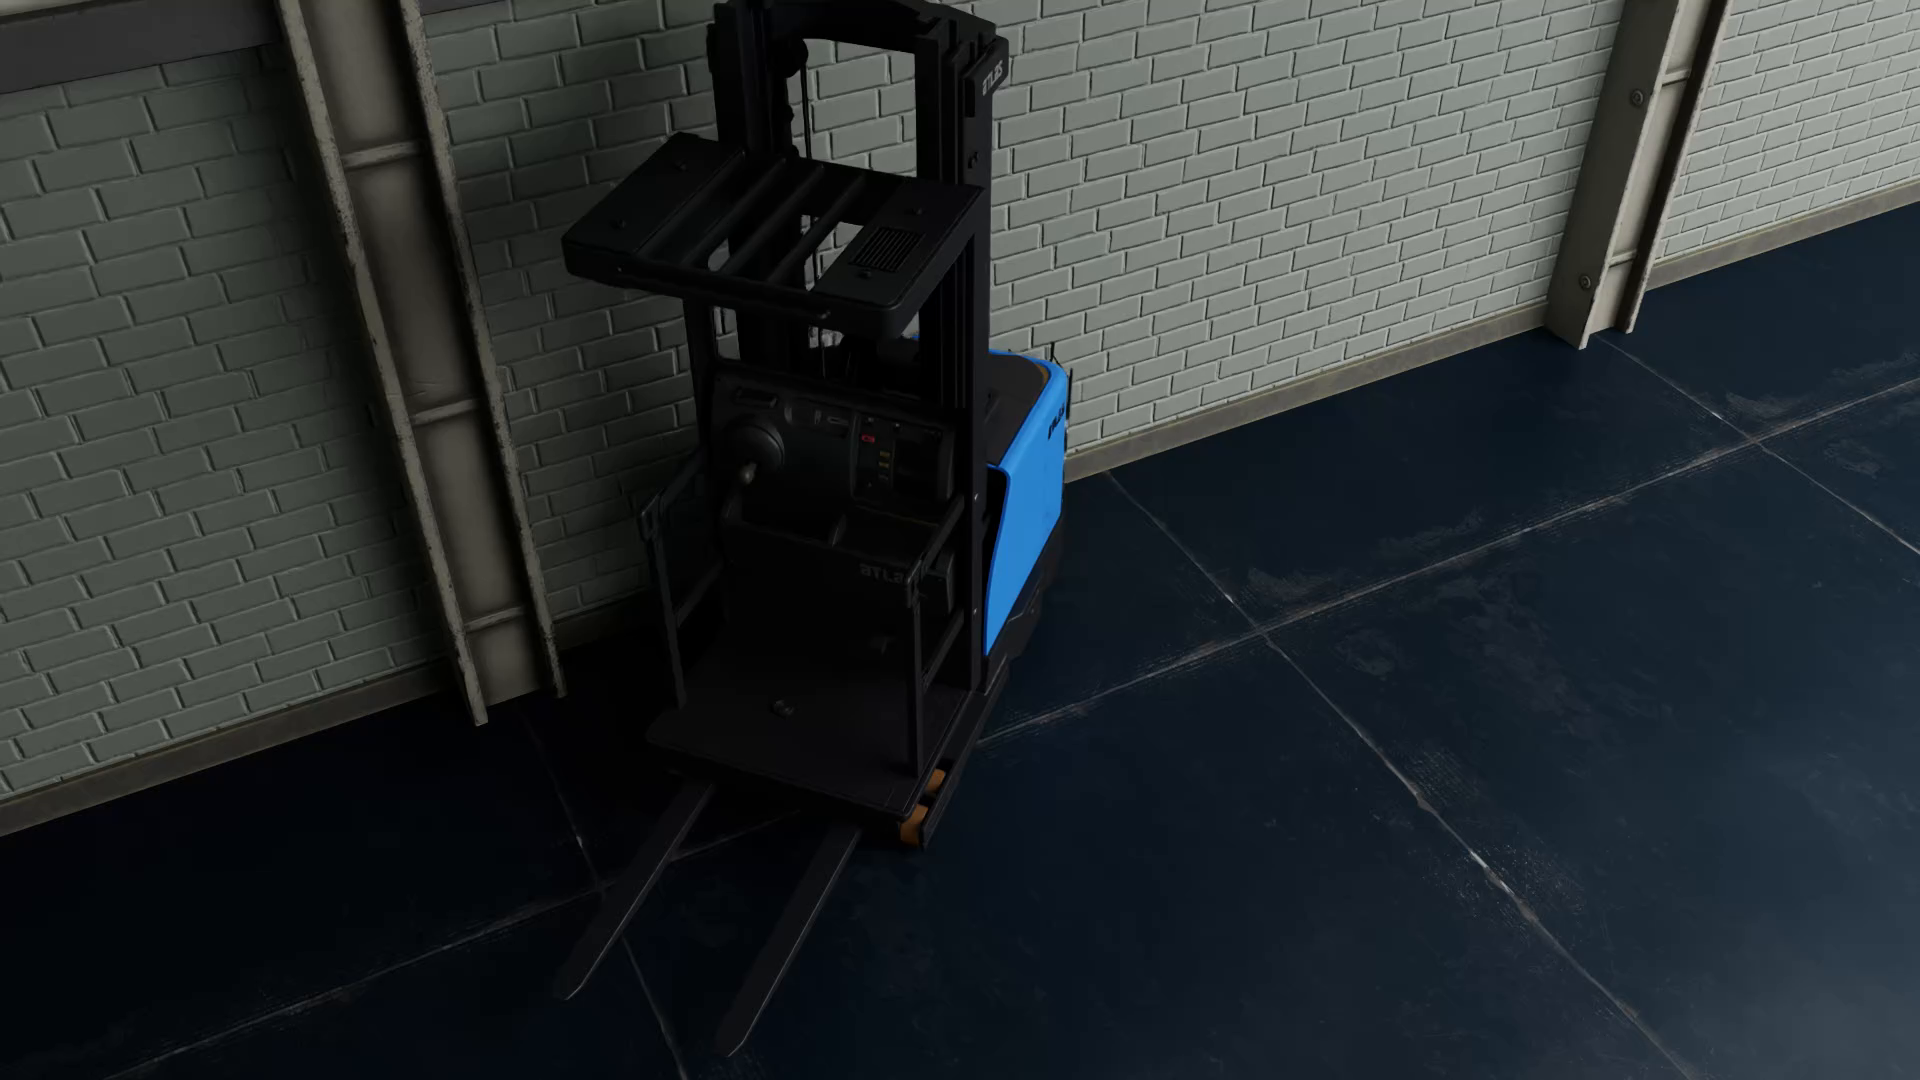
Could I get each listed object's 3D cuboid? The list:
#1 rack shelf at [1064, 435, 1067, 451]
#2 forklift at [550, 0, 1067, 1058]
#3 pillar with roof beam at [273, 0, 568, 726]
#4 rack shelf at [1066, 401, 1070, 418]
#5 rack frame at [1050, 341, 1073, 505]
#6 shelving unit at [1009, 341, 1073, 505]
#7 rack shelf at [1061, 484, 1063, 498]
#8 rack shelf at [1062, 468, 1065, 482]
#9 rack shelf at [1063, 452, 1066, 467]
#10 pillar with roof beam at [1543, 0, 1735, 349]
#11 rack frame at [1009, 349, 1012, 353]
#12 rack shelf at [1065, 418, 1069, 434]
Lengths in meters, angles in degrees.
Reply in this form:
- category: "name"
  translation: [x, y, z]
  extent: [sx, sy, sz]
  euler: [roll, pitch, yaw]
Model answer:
- category: "rack shelf"
  translation: [0.344, -0.488, 7.525]
  extent: [0.200, 0.077, 0.258]
  euler: [-12, 41, -16]
- category: "forklift"
  translation: [-0.531, -0.256, 5.772]
  extent: [1.130, 2.935, 3.031]
  euler: [14, 42, 16]
- category: "pillar with roof beam"
  translation: [0.100, -0.348, 1.185]
  extent: [0.400, 9.000, 9.100]
  euler: [-19, 44, -21]
- category: "rack shelf"
  translation: [0.348, -0.627, 7.411]
  extent: [0.200, 0.077, 0.258]
  euler: [-12, 41, -16]
- category: "rack frame"
  translation: [0.438, -0.464, 7.589]
  extent: [0.006, 0.900, 0.240]
  euler: [-12, 41, -16]
- category: "shelving unit"
  translation: [0.342, -0.444, 7.561]
  extent: [0.210, 0.900, 0.258]
  euler: [-12, 41, -16]
- category: "rack shelf"
  translation: [0.337, -0.279, 7.697]
  extent: [0.200, 0.077, 0.258]
  euler: [-12, 41, -16]
- category: "rack shelf"
  translation: [0.339, -0.349, 7.640]
  extent: [0.200, 0.077, 0.258]
  euler: [-12, 41, -16]
- category: "rack shelf"
  translation: [0.342, -0.418, 7.582]
  extent: [0.200, 0.077, 0.258]
  euler: [-12, 41, -16]
- category: "pillar with roof beam"
  translation: [5.422, -2.138, 3.300]
  extent: [0.400, 9.000, 9.100]
  euler: [-19, 44, -21]
- category: "rack frame"
  translation: [0.247, -0.424, 7.534]
  extent: [0.006, 0.900, 0.240]
  euler: [-12, 41, -16]
- category: "rack shelf"
  translation: [0.346, -0.557, 7.468]
  extent: [0.200, 0.077, 0.258]
  euler: [-12, 41, -16]
